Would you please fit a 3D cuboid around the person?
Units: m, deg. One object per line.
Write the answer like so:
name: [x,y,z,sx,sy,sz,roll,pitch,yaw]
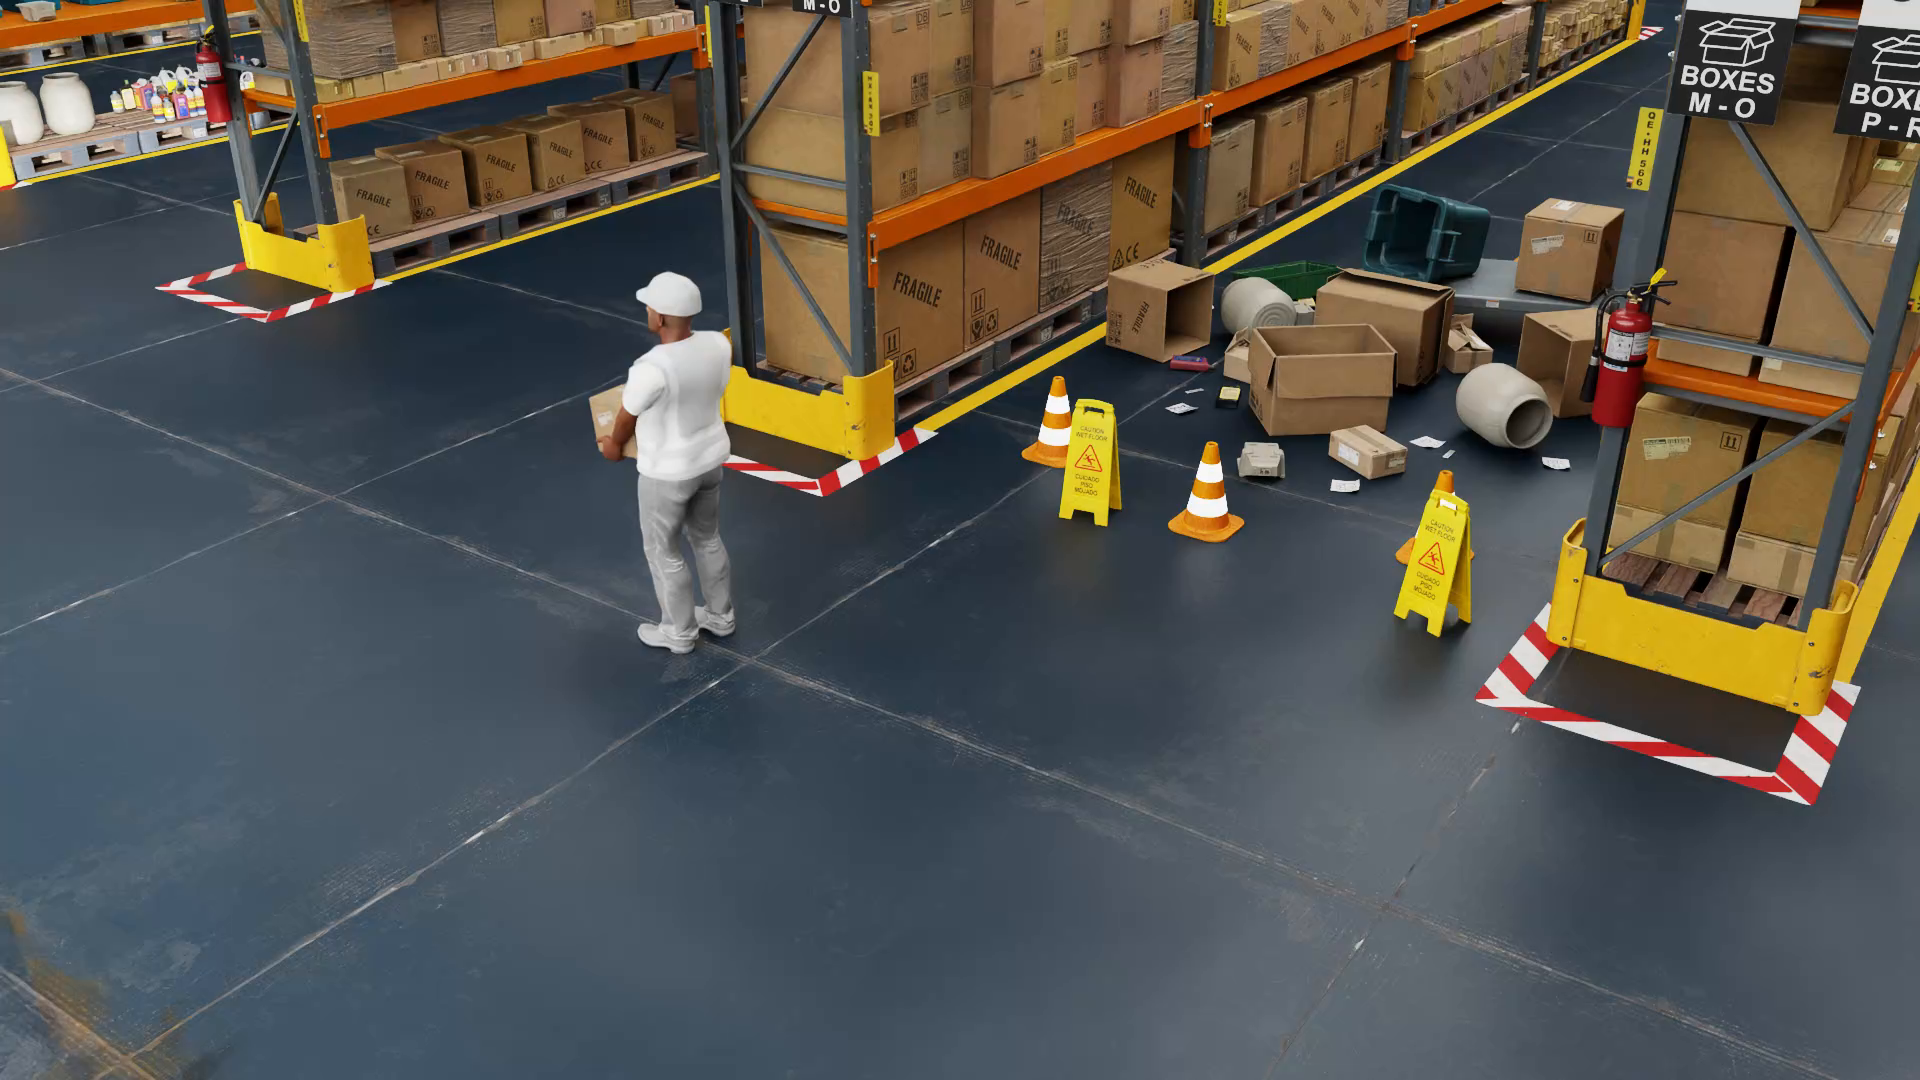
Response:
person: [-1.299,-0.347,7.282,0.581,1.761,0.504,18,32,31]
